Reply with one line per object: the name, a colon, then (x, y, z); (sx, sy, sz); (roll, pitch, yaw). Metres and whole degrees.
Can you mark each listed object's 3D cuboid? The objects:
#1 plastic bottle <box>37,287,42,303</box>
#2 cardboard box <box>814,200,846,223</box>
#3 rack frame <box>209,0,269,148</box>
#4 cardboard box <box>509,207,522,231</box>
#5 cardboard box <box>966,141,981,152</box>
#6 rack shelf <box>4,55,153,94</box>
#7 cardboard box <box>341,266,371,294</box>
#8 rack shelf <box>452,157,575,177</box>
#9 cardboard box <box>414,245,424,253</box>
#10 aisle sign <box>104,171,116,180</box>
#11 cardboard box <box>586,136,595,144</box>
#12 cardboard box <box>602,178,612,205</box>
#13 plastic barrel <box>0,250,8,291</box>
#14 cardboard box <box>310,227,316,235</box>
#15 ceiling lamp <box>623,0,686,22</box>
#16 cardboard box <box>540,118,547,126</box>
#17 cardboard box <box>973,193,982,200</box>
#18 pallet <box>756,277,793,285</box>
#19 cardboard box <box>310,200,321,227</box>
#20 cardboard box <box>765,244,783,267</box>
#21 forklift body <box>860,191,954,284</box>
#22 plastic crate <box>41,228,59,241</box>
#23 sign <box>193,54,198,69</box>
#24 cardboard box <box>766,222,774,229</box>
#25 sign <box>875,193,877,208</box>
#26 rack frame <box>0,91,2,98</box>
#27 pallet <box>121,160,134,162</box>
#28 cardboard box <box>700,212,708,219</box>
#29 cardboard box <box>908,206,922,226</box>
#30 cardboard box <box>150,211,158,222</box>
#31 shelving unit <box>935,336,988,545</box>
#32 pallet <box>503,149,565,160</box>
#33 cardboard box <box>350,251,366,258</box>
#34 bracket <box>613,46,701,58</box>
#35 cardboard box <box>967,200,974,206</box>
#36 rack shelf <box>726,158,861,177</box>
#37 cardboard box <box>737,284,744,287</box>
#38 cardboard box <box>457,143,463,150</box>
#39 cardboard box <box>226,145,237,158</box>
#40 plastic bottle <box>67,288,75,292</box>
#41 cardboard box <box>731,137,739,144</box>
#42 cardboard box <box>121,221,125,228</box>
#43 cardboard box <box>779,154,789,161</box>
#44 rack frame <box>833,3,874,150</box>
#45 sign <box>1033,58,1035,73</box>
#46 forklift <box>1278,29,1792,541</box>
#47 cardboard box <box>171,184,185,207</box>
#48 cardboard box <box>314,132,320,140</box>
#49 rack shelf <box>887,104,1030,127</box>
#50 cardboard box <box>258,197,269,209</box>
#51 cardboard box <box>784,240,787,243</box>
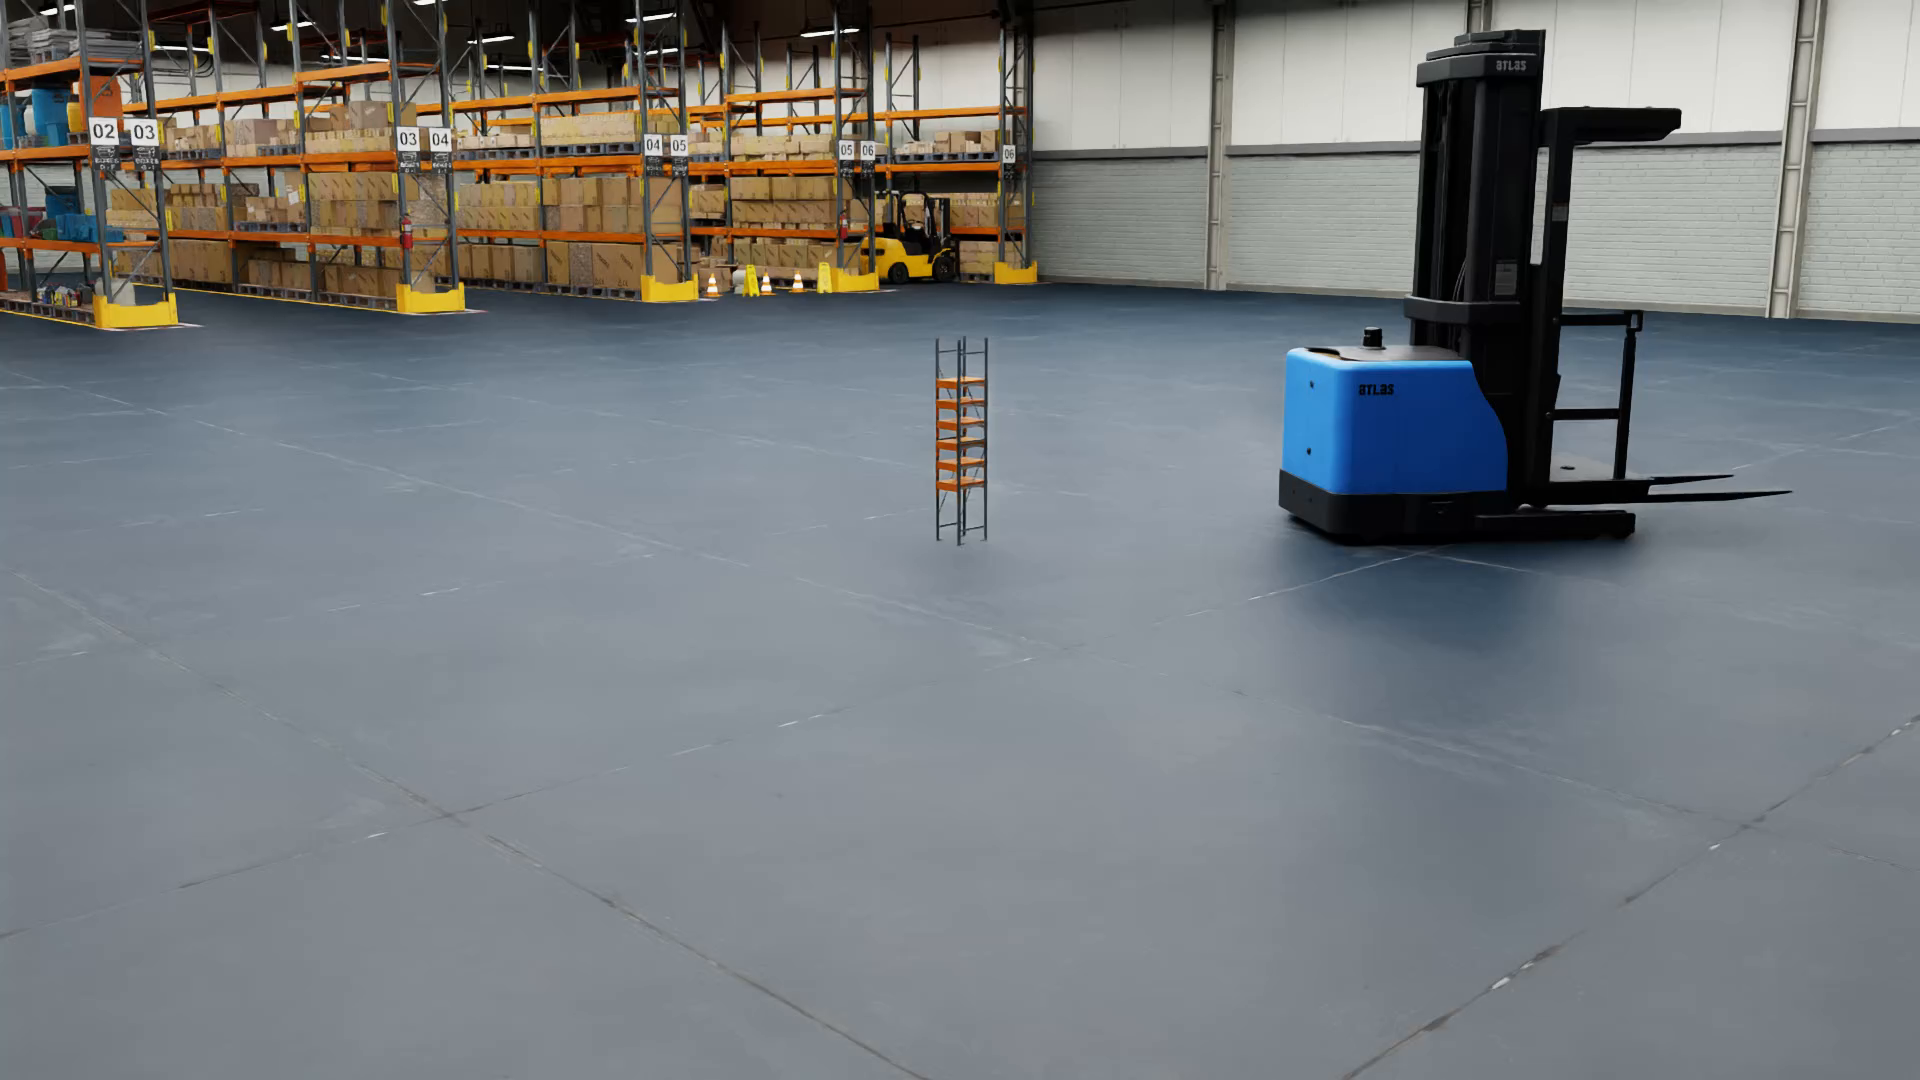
plastic bottle: (-15.874, -4.233, 28.695); (0.097, 0.271, 0.097); (0, 12, 0)
cardboard box: (-2.839, -7.184, 36.364); (0.500, 0.500, 0.500); (-11, 16, -44)
rack frame: (-14.957, -9.674, 34.564); (1.000, 3.000, 0.127); (-11, 16, -43)
cardboard box: (-9.440, -6.990, 36.156); (0.500, 0.500, 0.500); (-11, 16, -43)
cardboard box: (0.355, -9.415, 39.785); (0.396, 0.266, 0.258); (-11, 16, -42)
rack shelf: (-14.396, -7.560, 27.077); (1.077, 0.370, 4.000); (-11, 16, -43)
cardboard box: (-11.547, -4.986, 31.835); (0.500, 0.500, 0.500); (-5, 13, -25)
rack shelf: (-9.919, -8.237, 36.806); (1.077, 0.370, 4.000); (-11, 16, -43)
cardboard box: (-12.658, -6.972, 39.615); (0.500, 0.250, 0.500); (-10, 16, -41)
aisle sign: (-20.749, -9.145, 40.423); (0.394, 0.787, 0.004); (-11, 16, -43)
cardboard box: (-7.303, -8.069, 33.543); (0.380, 0.149, 0.250); (-11, 16, -42)
cardboard box: (-6.739, -7.074, 33.767); (0.875, 0.550, 0.550); (-11, 16, -43)
plastic barrel: (-18.890, -5.257, 32.331); (0.600, 0.830, 0.708); (-11, 16, -43)
cardboard box: (-12.264, -5.955, 32.006); (0.380, 0.149, 0.250); (-11, 16, -43)
ceiling lamp: (-6.514, -13.006, 36.272); (0.800, 3.185, 2.000); (-11, 16, -43)
cardboard box: (-8.532, -8.719, 34.722); (0.380, 0.149, 0.250); (-11, 16, -42)
cardboard box: (0.529, -8.242, 39.892); (0.380, 0.149, 0.250); (-10, 16, -41)
pallet: (-4.538, -6.074, 38.869); (1.003, 0.211, 1.213); (-11, 16, -43)
cardboard box: (-11.929, -6.272, 31.936); (0.875, 0.500, 0.500); (-11, 16, -43)
cardboard box: (-4.080, -6.483, 37.858); (0.500, 0.500, 0.500); (-10, 15, -40)
forklift body: (-1.307, -7.248, 39.761); (2.313, 2.155, 1.214); (-11, 16, -43)
plastic crate: (-15.044, -5.120, 27.855); (0.450, 0.188, 0.662); (-11, 16, -43)
sign: (-17.335, -10.831, 37.671); (0.100, 0.325, 0.005); (-11, 16, -43)
cardboard box: (-4.165, -7.131, 37.712); (0.380, 0.149, 0.250); (-11, 16, -42)
sign: (-1.873, -7.448, 36.485); (0.100, 0.325, 0.005); (-11, 16, -43)
rack frame: (-18.539, -8.983, 31.214); (1.000, 3.000, 0.127); (-11, 16, -43)
pallet: (-19.962, -9.222, 40.025); (1.003, 0.211, 1.213); (-11, 16, -43)
cardboard box: (-5.956, -7.725, 39.557); (0.380, 0.149, 0.250); (-11, 16, -43)
cardboard box: (-0.951, -8.099, 41.540); (0.500, 0.500, 0.500); (-11, 16, -42)
cardboard box: (-18.214, -7.419, 38.124); (0.500, 0.250, 0.500); (-11, 16, -44)
shelving unit: (0.010, -0.586, 9.780); (0.258, 1.200, 0.189); (-11, 16, -43)
pallet: (-9.207, -8.330, 35.952); (1.217, 0.209, 0.805); (11, 16, 43)
cardboard box: (-15.255, -7.254, 42.239); (0.250, 0.149, 0.380); (11, 16, 42)
bracket: (-9.116, -14.708, 50.079); (0.076, 0.066, 4.783); (-11, 16, -43)
cardboard box: (0.384, -8.137, 40.116); (0.380, 0.149, 0.250); (-11, 16, -43)
rack shelf: (-3.646, -8.357, 37.392); (1.077, 0.370, 4.000); (-11, 16, -43)
cardboard box: (-4.631, -5.462, 36.055); (0.380, 0.149, 0.250); (-3, 12, -13)
cardboard box: (-11.185, -8.942, 37.778); (0.250, 0.149, 0.380); (11, 16, 43)
cardboard box: (-14.817, -8.027, 34.377); (0.500, 0.250, 0.500); (-11, 16, -42)
plastic bottle: (-15.006, -4.102, 28.047); (0.152, 0.276, 0.135); (-11, 16, -43)
cardboard box: (-5.046, -9.178, 38.237); (0.380, 0.149, 0.250); (-11, 16, -44)
cardboard box: (-19.764, -7.532, 39.661); (0.380, 0.149, 0.250); (-11, 16, -44)
cardboard box: (-3.807, -8.526, 37.050); (0.380, 0.149, 0.250); (-11, 16, -43)
rack frame: (-2.265, -9.887, 35.600); (1.000, 3.000, 0.127); (-11, 16, -43)
sign: (1.728, -11.191, 39.221); (0.100, 0.325, 0.005); (-11, 16, -43)
forklift: (3.594, -1.540, 10.122); (3.031, 2.935, 1.130); (-2, 12, -8)
cardboard box: (-17.272, -7.767, 37.445); (0.637, 0.503, 0.797); (11, 16, 44)
cardboard box: (-11.960, -7.623, 31.427); (0.250, 0.149, 0.380); (11, 16, 42)
rack shelf: (-0.059, -10.323, 40.490); (1.077, 0.370, 4.000); (-11, 16, -43)
cardboard box: (-14.098, -6.849, 34.434); (0.700, 0.500, 0.500); (-8, 14, -34)
cardboard box: (-4.727, -8.144, 45.556); (0.250, 0.149, 0.380); (11, 16, 42)
